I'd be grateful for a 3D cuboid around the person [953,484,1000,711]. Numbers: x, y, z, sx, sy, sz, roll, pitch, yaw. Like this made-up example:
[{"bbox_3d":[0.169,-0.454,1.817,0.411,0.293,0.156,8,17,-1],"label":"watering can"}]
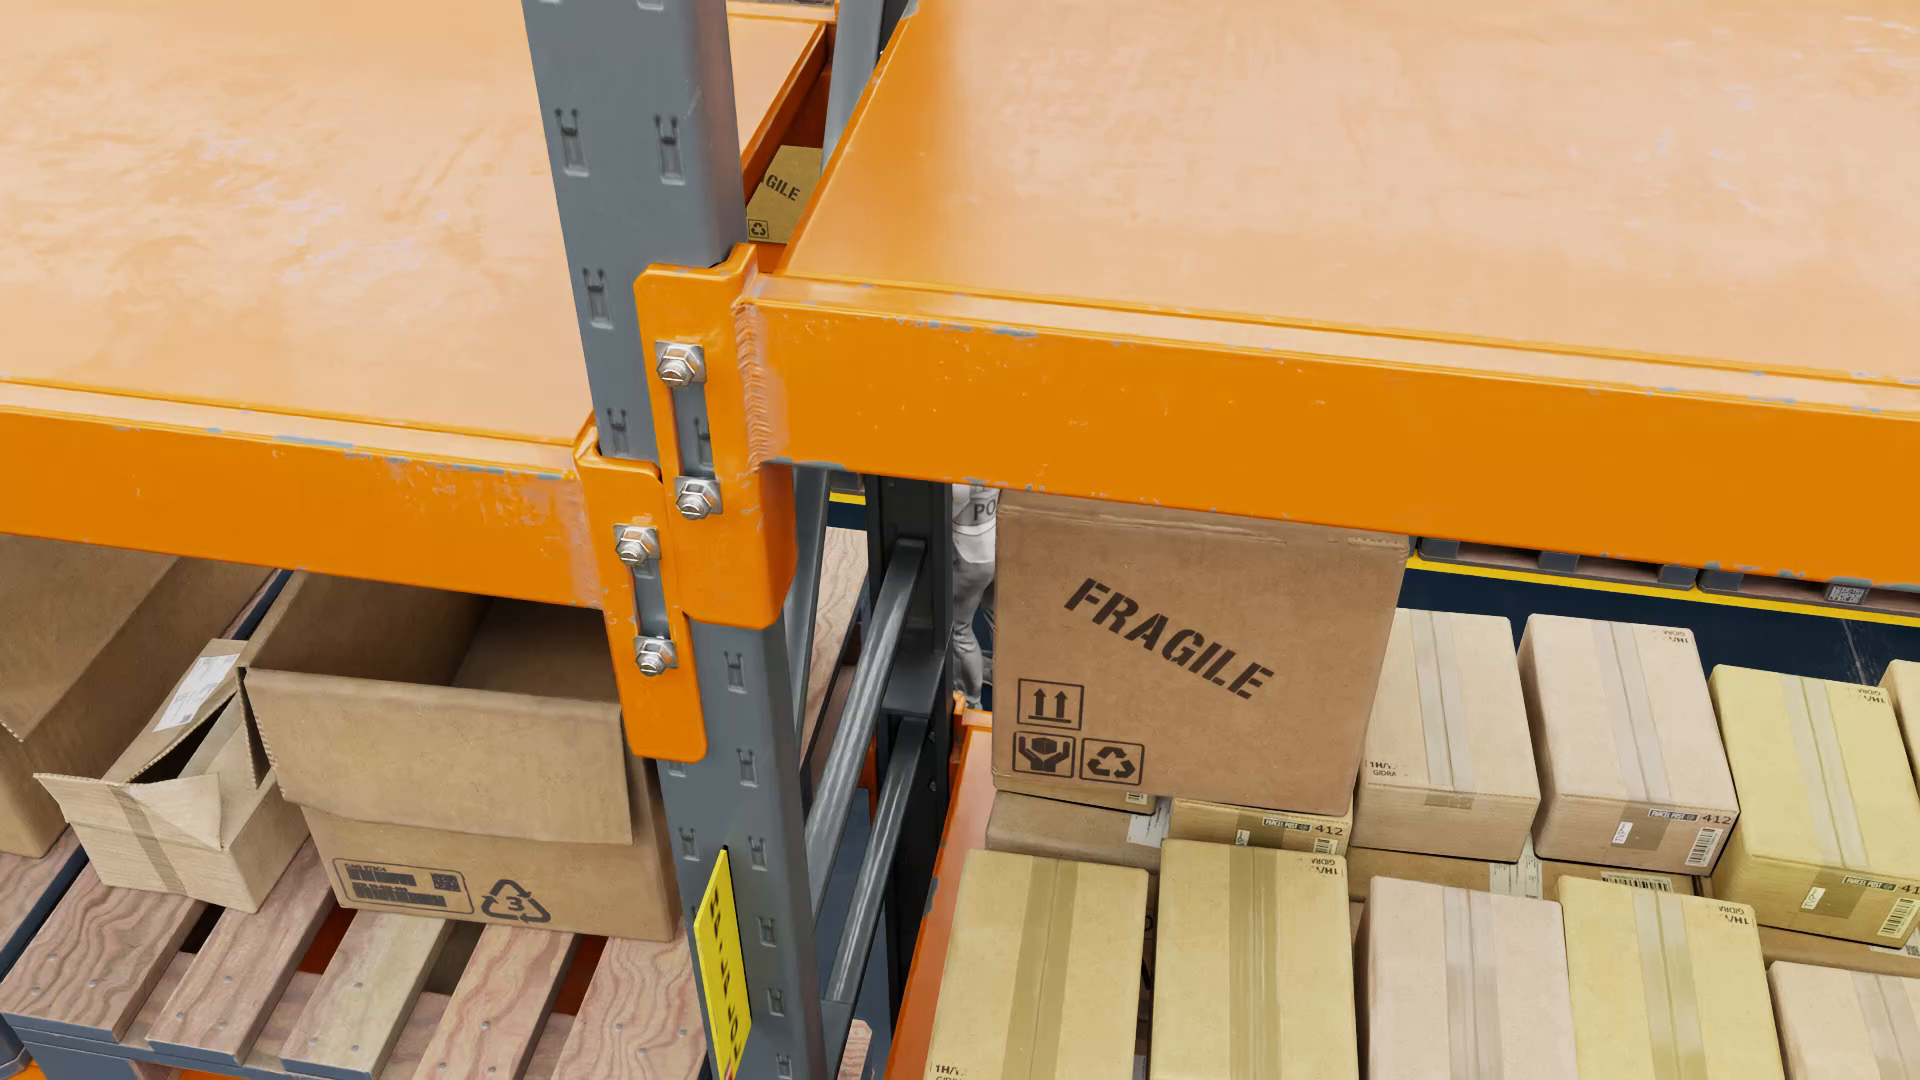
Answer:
[{"bbox_3d":[0.029,-0.015,6.386,0.562,1.686,0.459,32,50,32],"label":"person"}]
